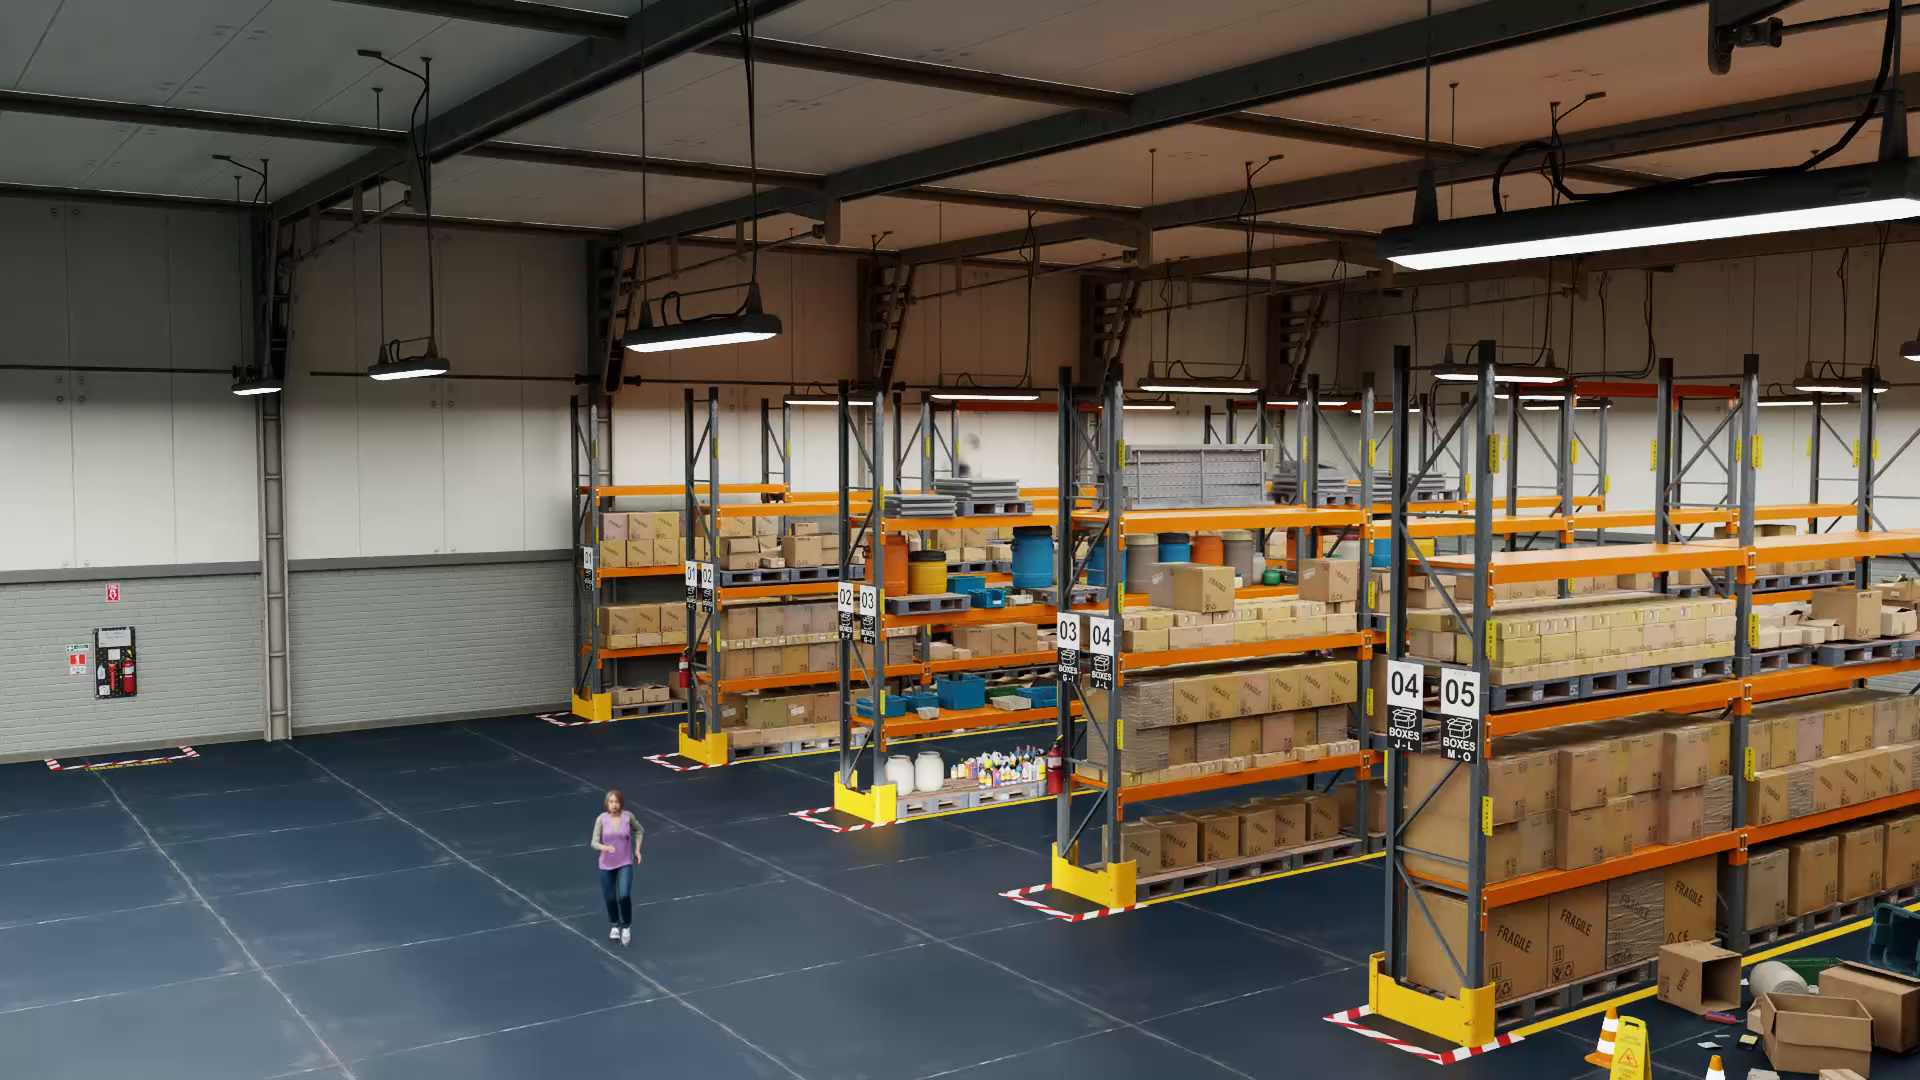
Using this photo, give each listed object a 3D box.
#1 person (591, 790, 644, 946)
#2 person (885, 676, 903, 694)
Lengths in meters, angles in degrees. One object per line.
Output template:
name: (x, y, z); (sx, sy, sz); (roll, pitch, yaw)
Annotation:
person: (-3.494, 3.341, 16.947); (0.509, 1.591, 0.657); (0, 3, -7)
person: (-1.403, 2.419, 30.796); (1.036, 1.742, 0.713); (-3, 4, -36)
